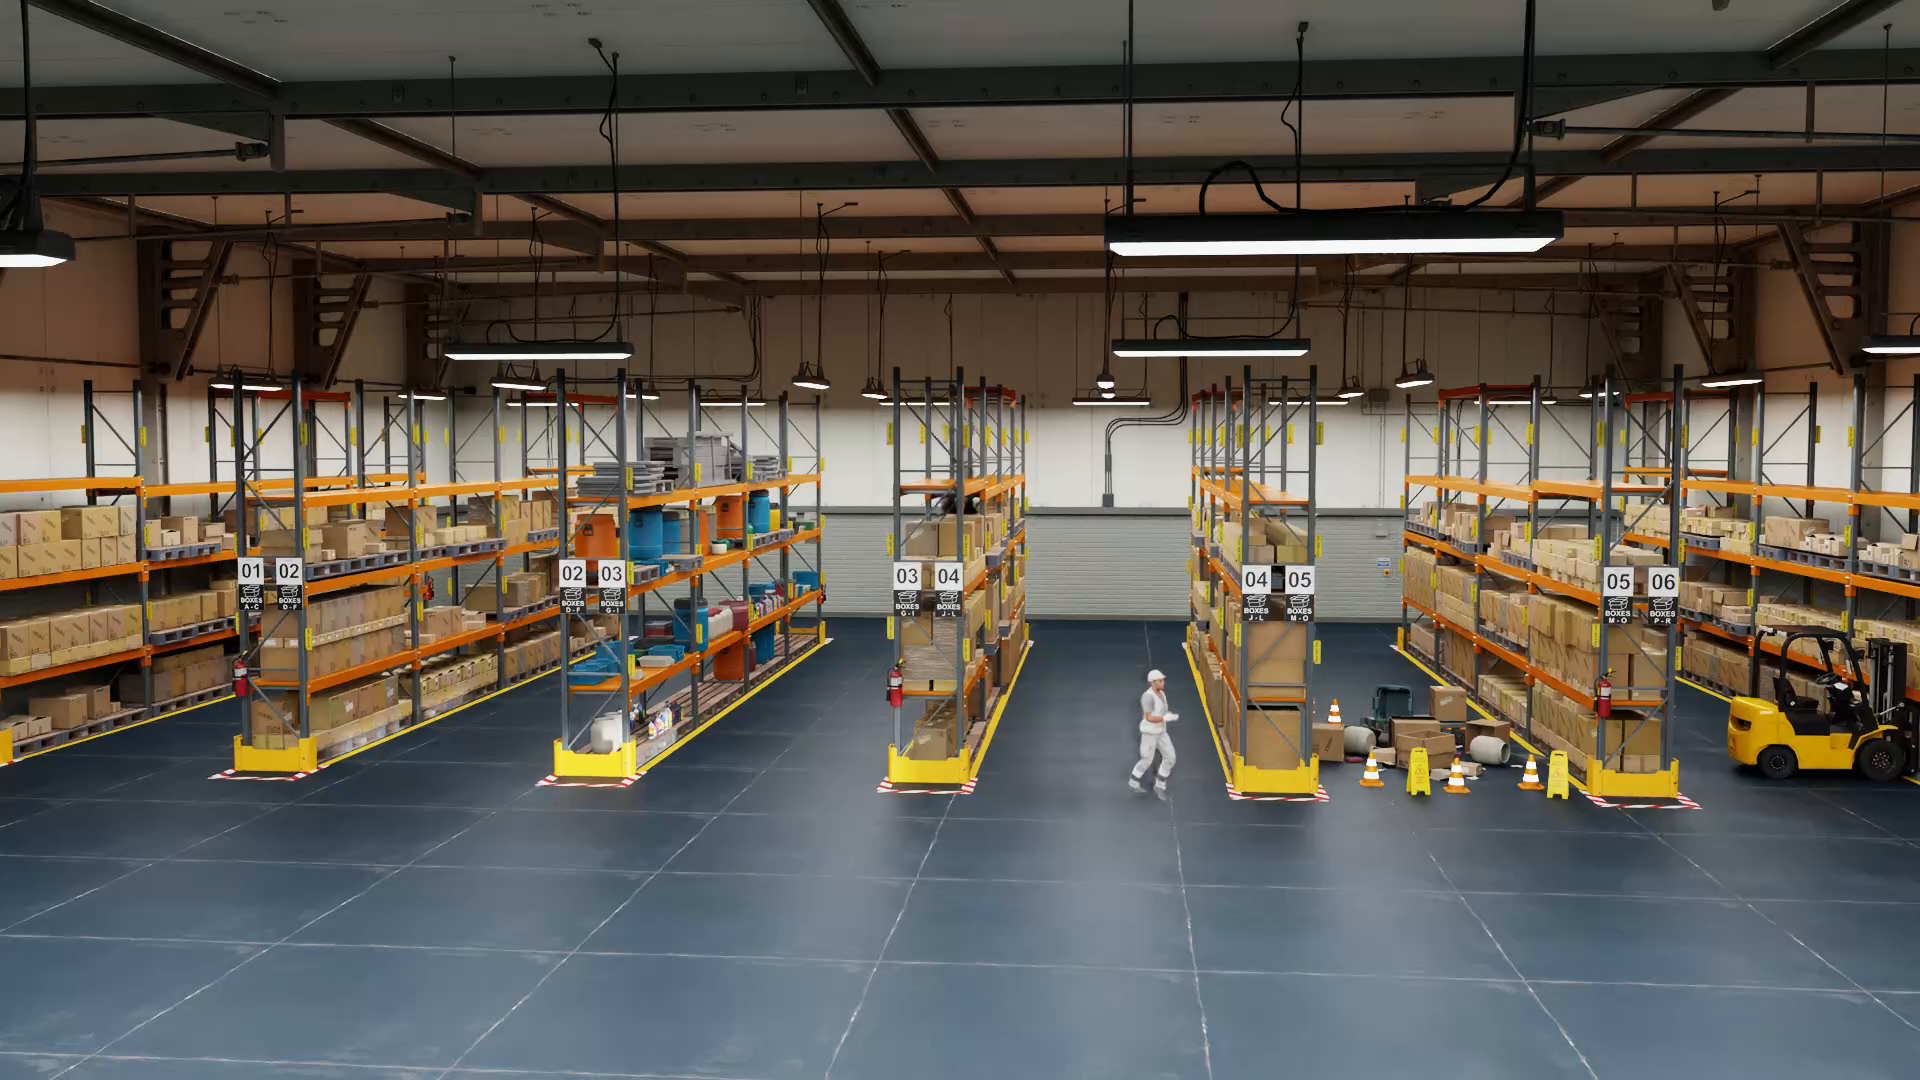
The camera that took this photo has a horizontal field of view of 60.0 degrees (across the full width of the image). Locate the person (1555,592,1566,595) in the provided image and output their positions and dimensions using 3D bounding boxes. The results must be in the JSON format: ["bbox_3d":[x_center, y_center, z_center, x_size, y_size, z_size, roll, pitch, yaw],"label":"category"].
[{"bbox_3d":[12.794,1.918,35.583,0.672,1.750,0.663,-1,4,-10],"label":"person"}]

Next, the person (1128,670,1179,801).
[{"bbox_3d":[2.697,2.706,22.936,0.802,1.847,0.639,3,5,40],"label":"person"}]
